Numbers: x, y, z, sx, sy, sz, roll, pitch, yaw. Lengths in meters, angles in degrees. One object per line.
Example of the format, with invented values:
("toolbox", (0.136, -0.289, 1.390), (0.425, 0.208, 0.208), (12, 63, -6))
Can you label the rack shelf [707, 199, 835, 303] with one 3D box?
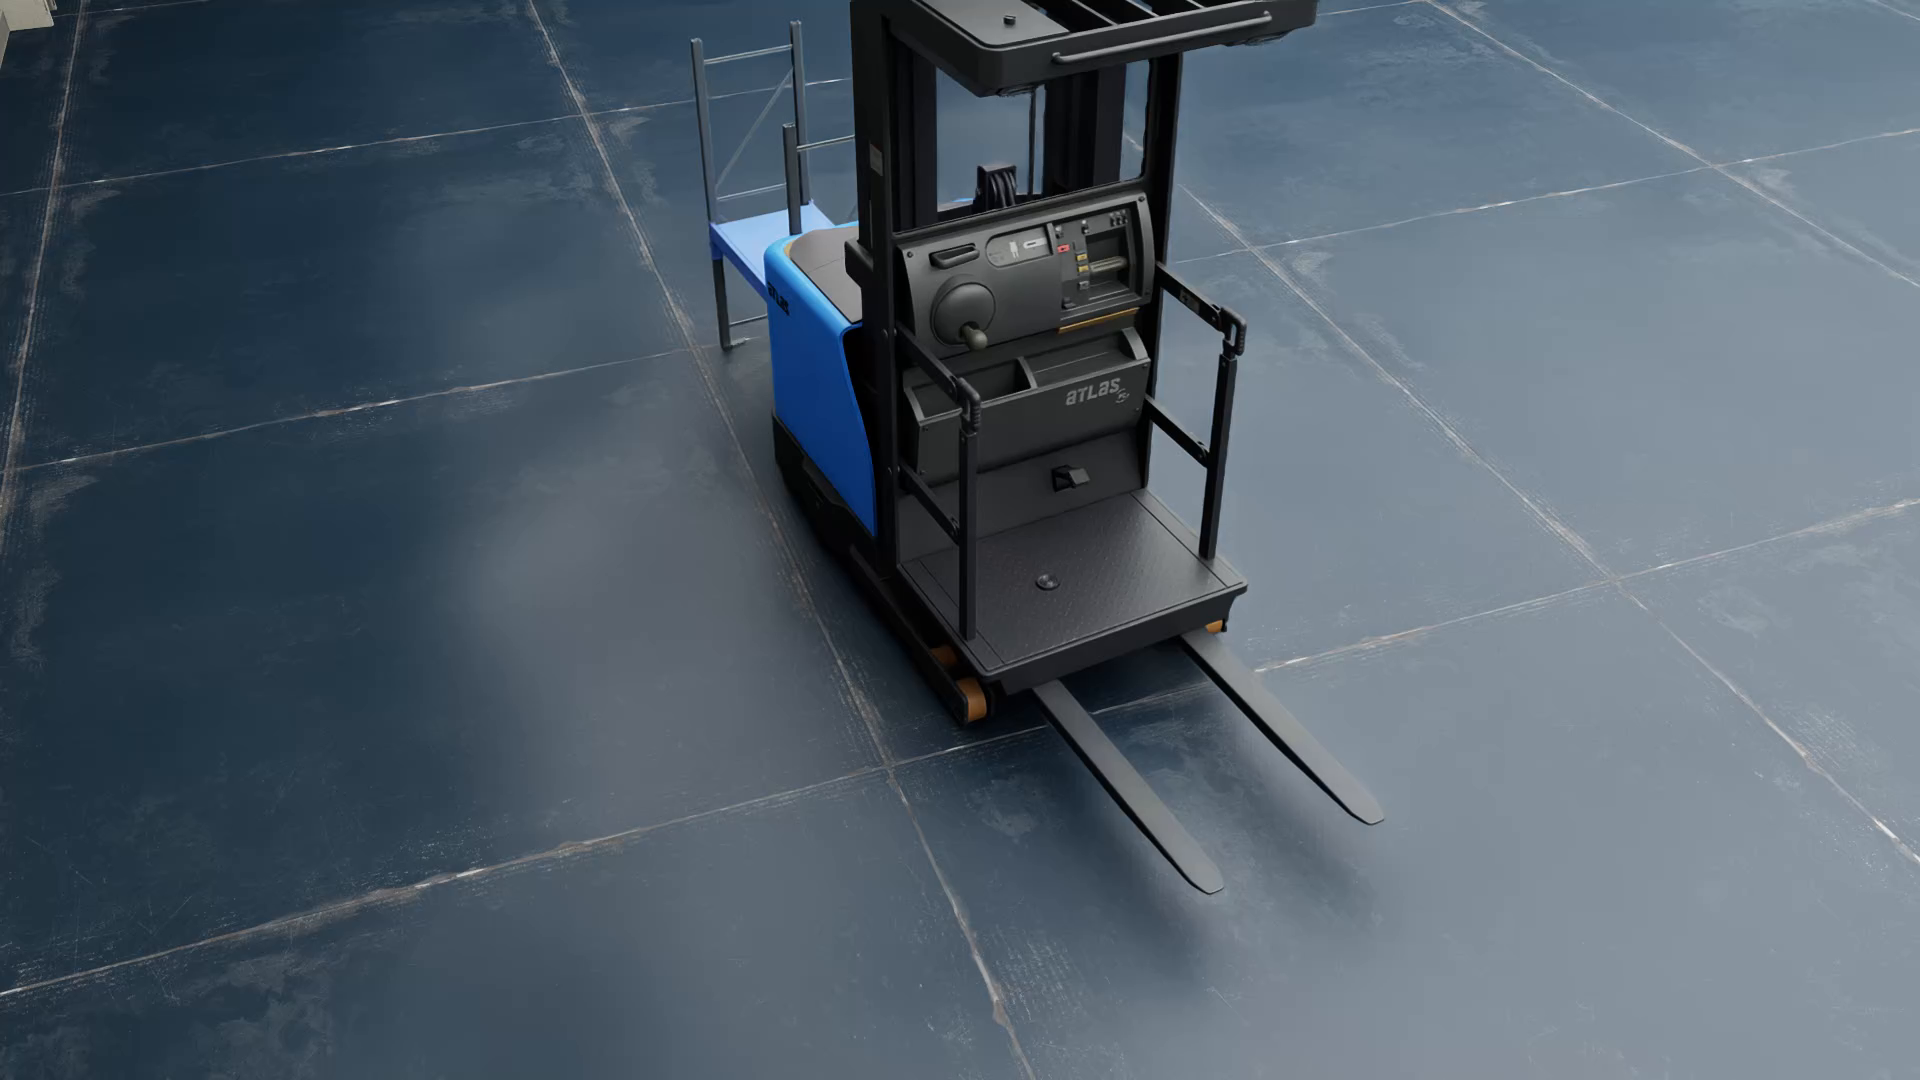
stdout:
("rack shelf", (-0.687, -1.179, 7.368), (0.538, 0.185, 1.000), (-17, 40, -22))

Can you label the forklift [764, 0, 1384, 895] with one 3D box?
("forklift", (0.340, -0.833, 5.419), (1.130, 2.935, 3.031), (-17, 40, -22))

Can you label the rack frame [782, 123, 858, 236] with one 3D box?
("rack frame", (-0.453, -1.052, 6.900), (0.500, 1.500, 0.032), (-17, 40, -22))

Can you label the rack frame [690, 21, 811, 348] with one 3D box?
("rack frame", (-0.922, -1.594, 7.620), (0.500, 1.500, 0.032), (-17, 40, -22))

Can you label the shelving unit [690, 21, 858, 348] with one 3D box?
("shelving unit", (-0.687, -1.323, 7.260), (0.538, 1.500, 1.048), (-17, 40, -22))
